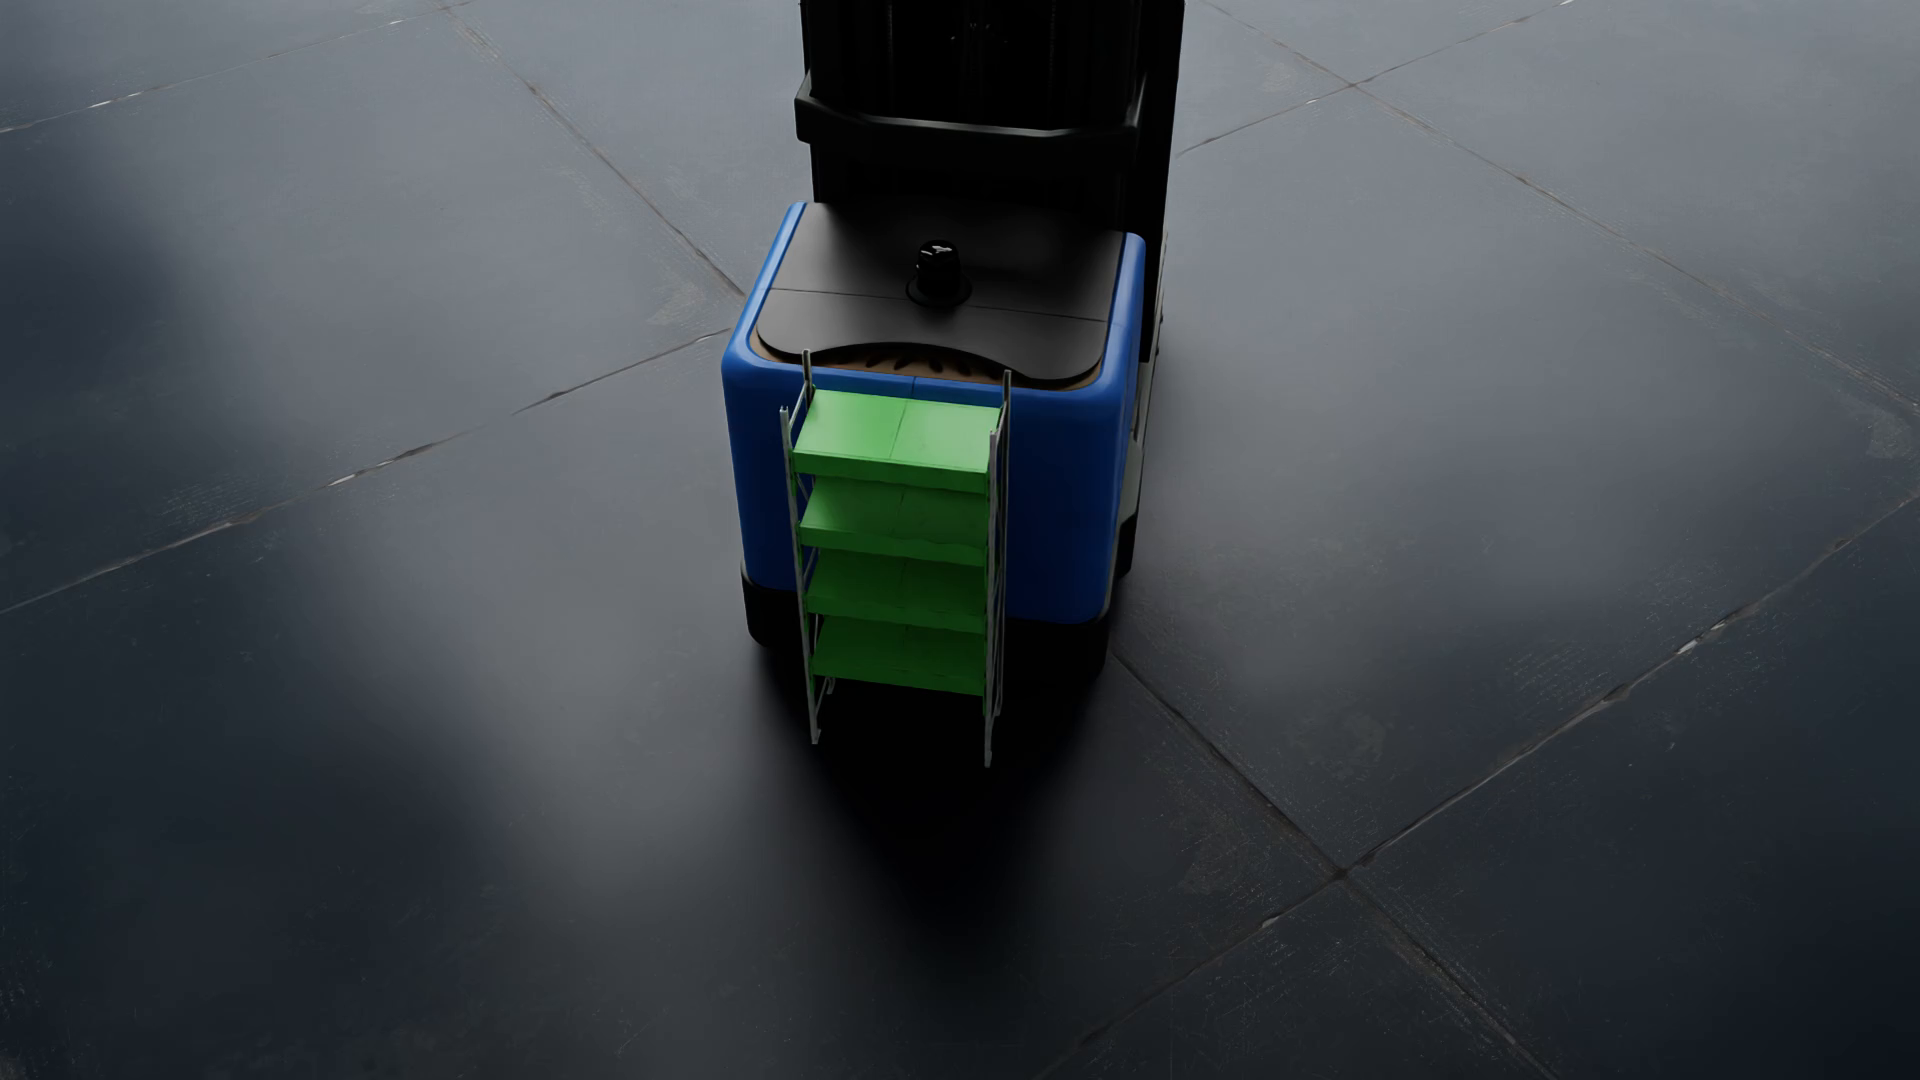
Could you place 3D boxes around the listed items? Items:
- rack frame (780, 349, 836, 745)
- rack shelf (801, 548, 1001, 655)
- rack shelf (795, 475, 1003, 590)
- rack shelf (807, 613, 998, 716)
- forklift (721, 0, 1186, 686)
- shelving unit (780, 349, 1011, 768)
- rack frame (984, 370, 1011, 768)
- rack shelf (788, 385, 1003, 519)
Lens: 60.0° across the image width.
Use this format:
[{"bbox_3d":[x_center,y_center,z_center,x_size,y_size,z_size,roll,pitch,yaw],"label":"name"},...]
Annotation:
[{"bbox_3d":[-0.387,0.057,4.321,0.015,1.200,0.240,7,44,7],"label":"rack frame"},{"bbox_3d":[-0.147,0.131,4.336,0.480,0.148,0.258,7,44,7],"label":"rack shelf"},{"bbox_3d":[-0.147,-0.042,4.170,0.480,0.148,0.258,7,44,7],"label":"rack shelf"},{"bbox_3d":[-0.147,0.305,4.502,0.480,0.148,0.258,7,44,7],"label":"rack shelf"},{"bbox_3d":[0.130,-1.673,4.880,1.130,2.935,3.031,7,44,7],"label":"forklift"},{"bbox_3d":[-0.147,0.085,4.292,0.503,1.200,0.258,7,44,7],"label":"shelving unit"},{"bbox_3d":[0.094,0.113,4.262,0.015,1.200,0.240,7,44,7],"label":"rack frame"},{"bbox_3d":[-0.147,-0.215,4.004,0.480,0.148,0.258,7,44,7],"label":"rack shelf"}]
